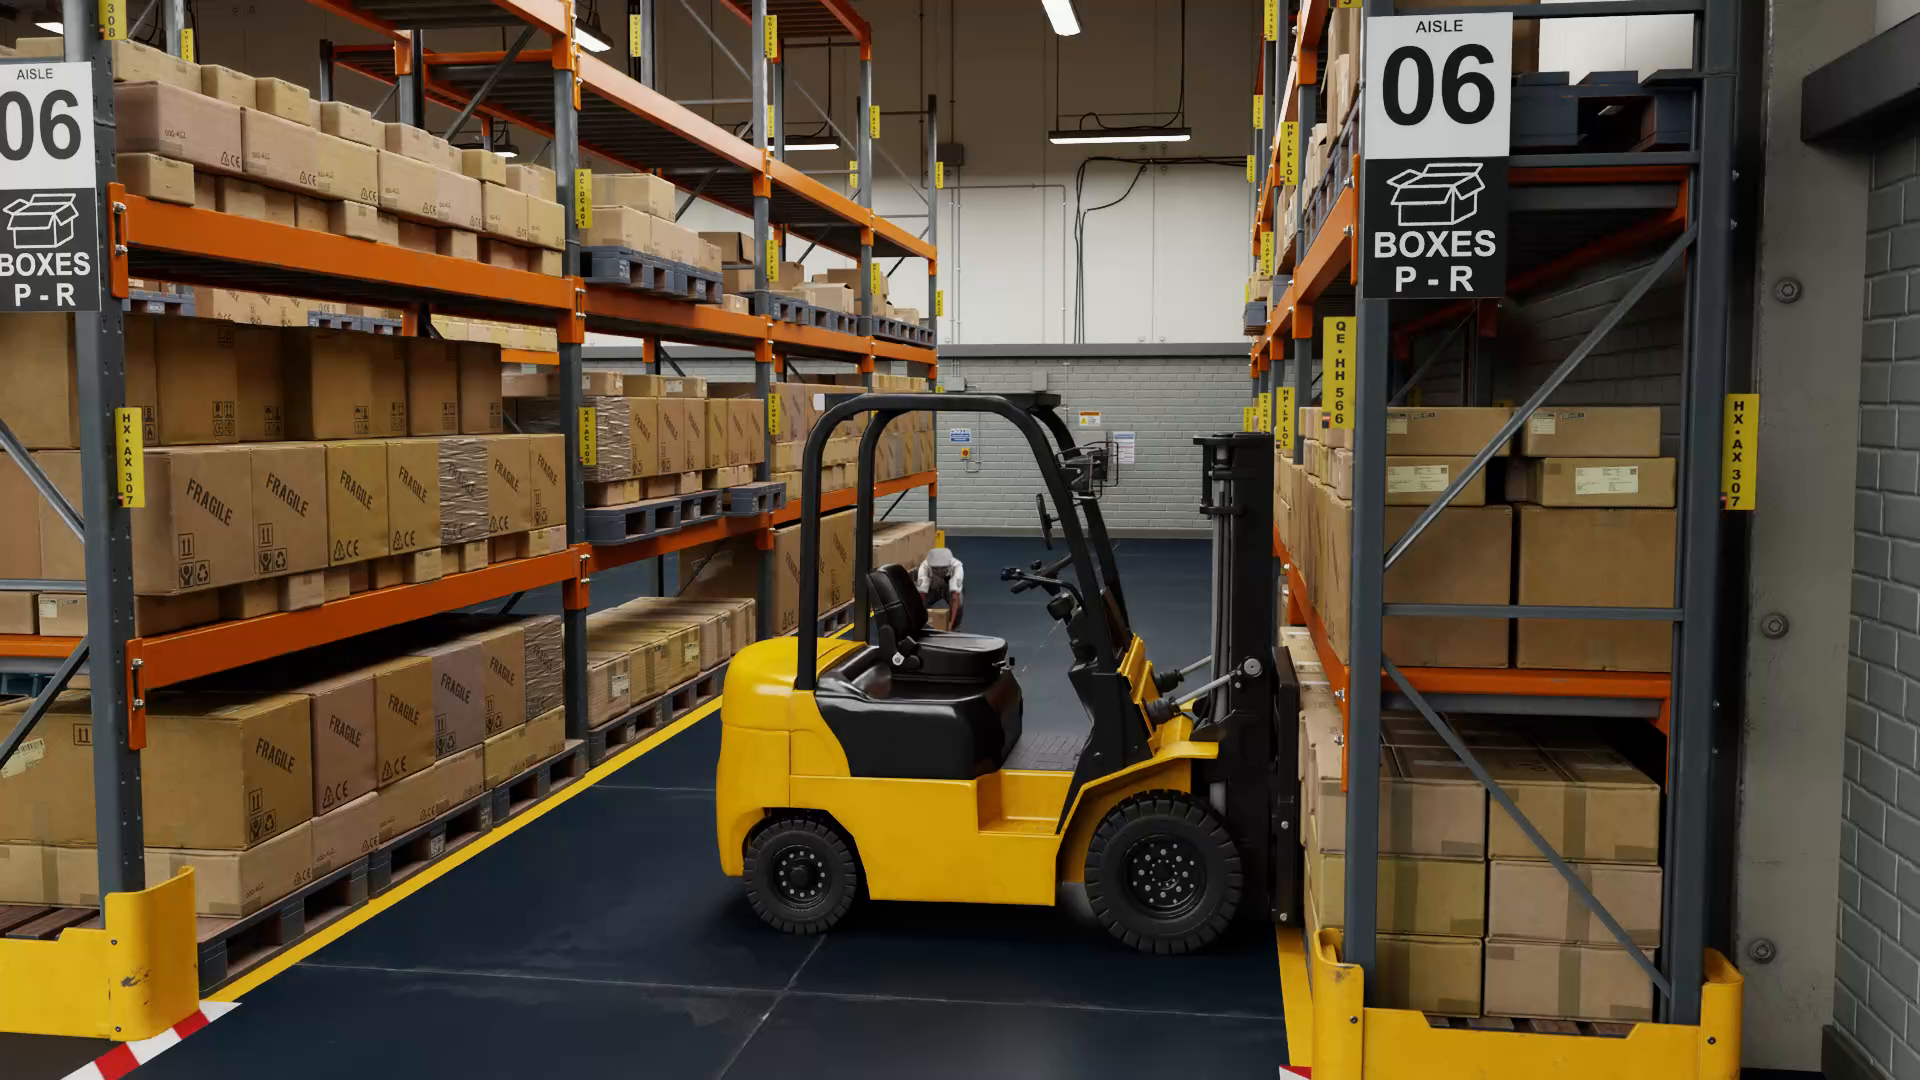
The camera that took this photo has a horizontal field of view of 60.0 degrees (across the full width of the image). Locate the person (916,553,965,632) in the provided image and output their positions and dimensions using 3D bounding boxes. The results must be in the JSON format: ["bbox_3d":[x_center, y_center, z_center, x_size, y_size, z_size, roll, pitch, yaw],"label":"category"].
[{"bbox_3d":[-0.194,0.501,15.449,0.459,0.768,0.927,1,5,7],"label":"person"}]
